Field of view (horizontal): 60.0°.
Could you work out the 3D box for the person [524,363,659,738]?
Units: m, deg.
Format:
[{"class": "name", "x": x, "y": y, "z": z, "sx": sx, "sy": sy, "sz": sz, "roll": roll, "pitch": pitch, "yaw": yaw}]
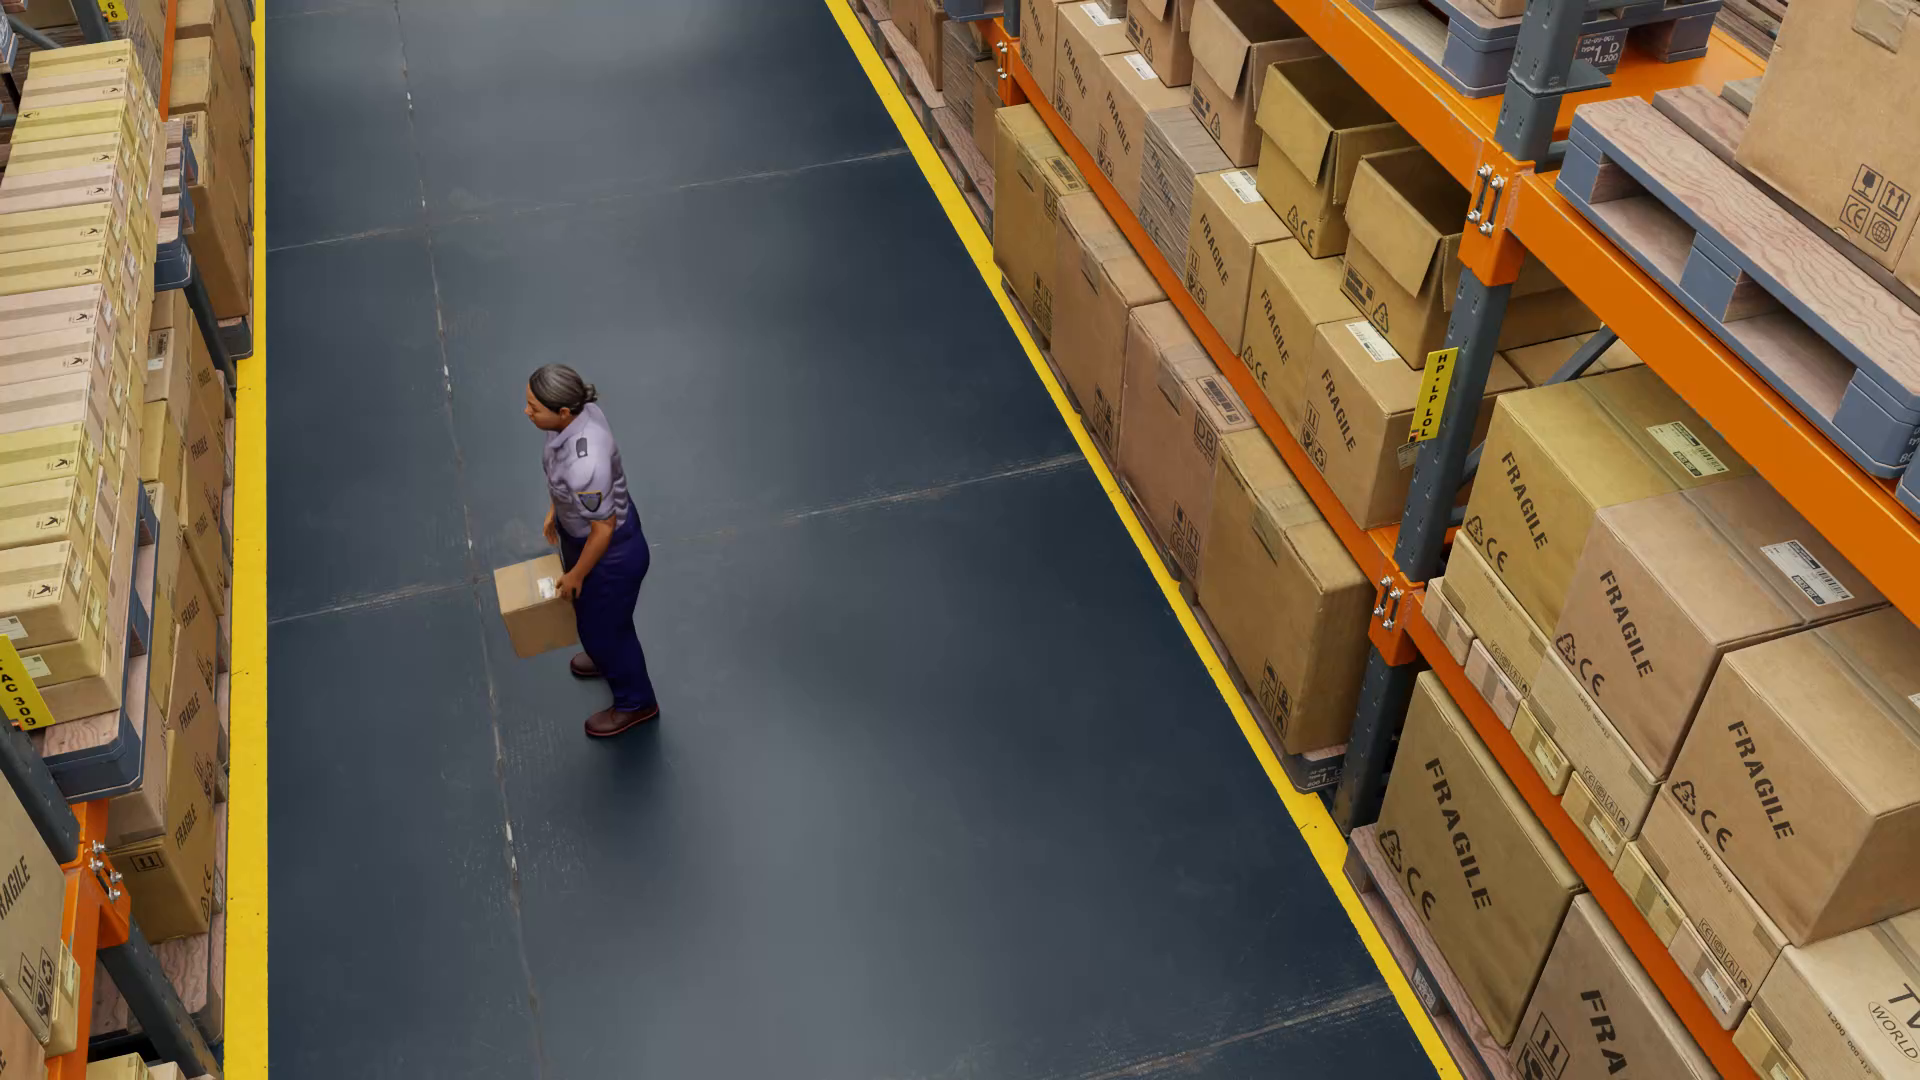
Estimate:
[{"class": "person", "x": -1.352, "y": 0.012, "z": 6.150, "sx": 0.370, "sy": 1.656, "sz": 0.522, "roll": -13, "pitch": 44, "yaw": -14}]
